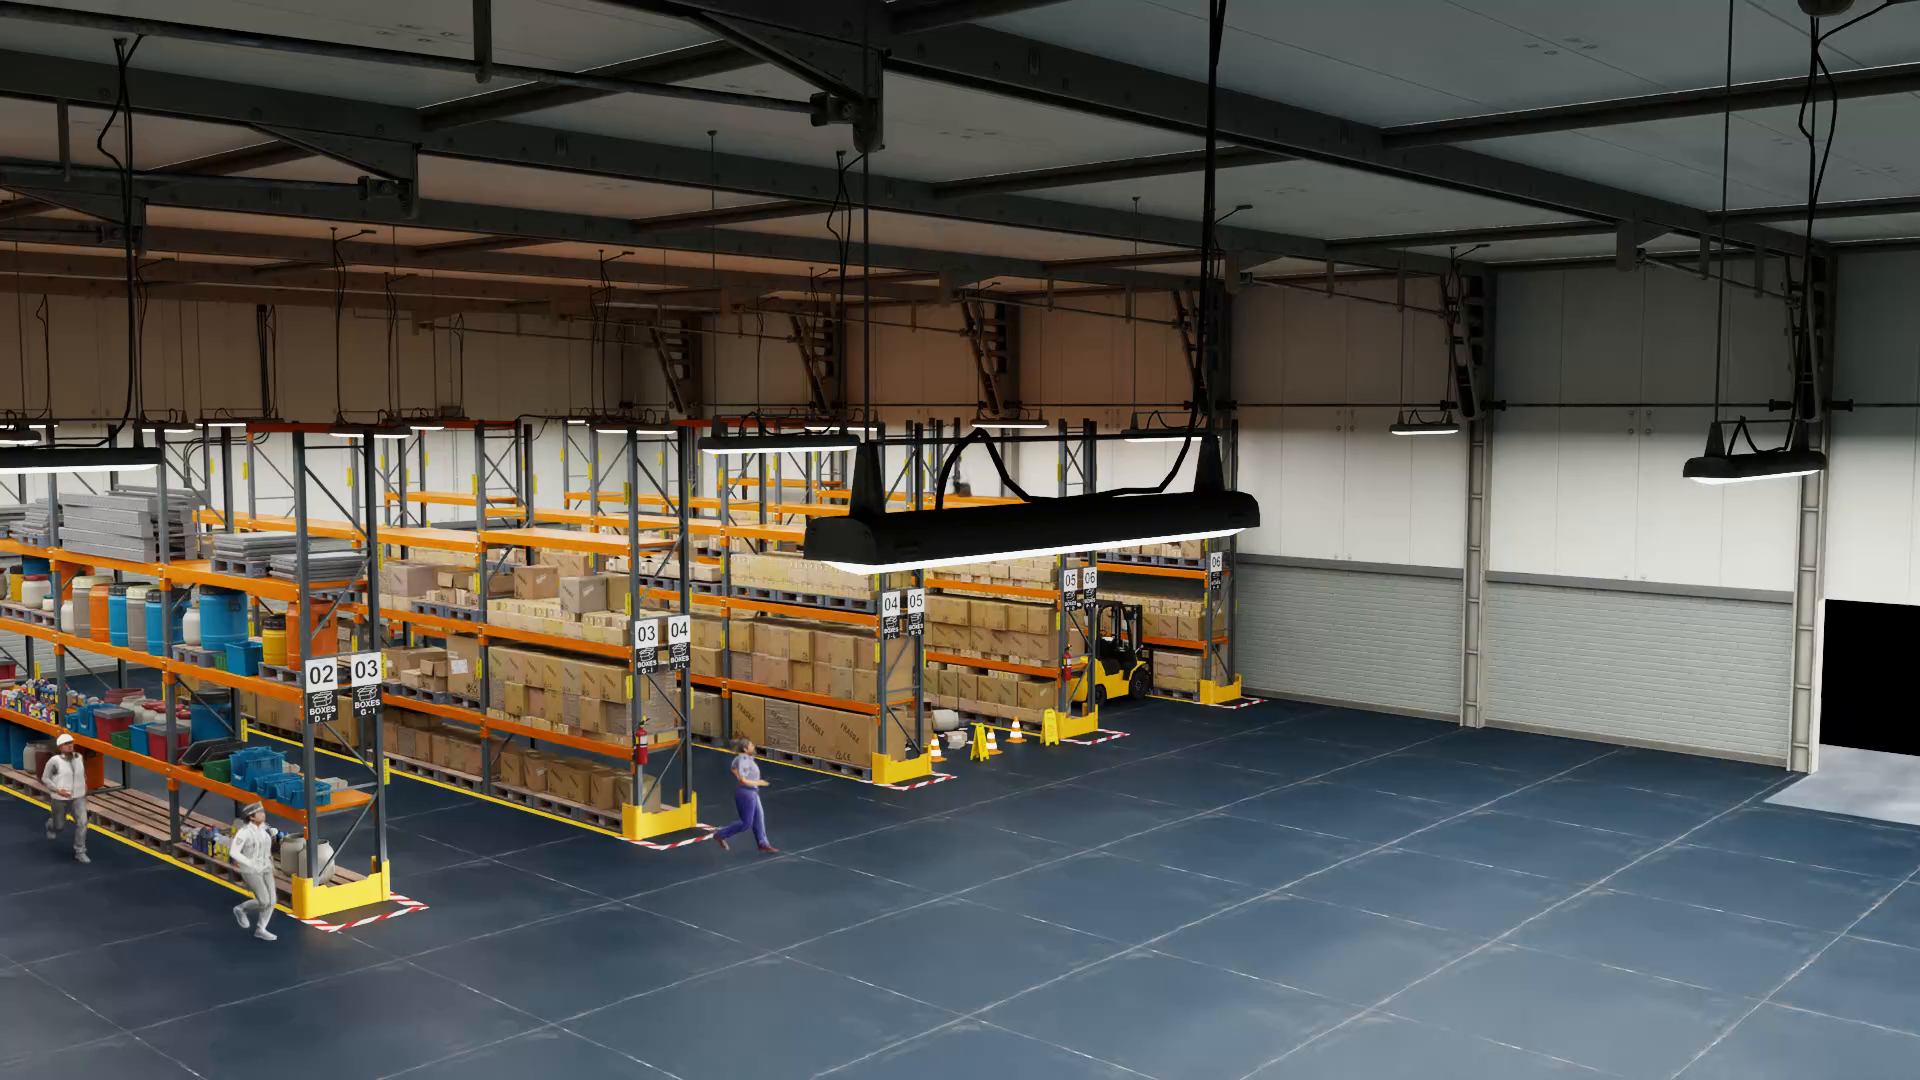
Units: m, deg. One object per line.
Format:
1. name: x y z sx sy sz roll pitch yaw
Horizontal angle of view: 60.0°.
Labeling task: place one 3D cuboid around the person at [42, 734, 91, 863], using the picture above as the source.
1. person: -12.474 3.583 23.221 1.043 1.763 0.638 4 6 42

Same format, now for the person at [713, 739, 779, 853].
1. person: -3.009 3.606 23.334 0.909 1.651 0.614 0 5 -6

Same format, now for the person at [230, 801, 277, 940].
1. person: -8.360 3.907 19.691 0.528 1.670 0.654 1 5 16

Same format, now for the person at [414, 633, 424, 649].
1. person: -13.063 2.193 39.952 0.952 1.742 0.729 -1 5 -16
